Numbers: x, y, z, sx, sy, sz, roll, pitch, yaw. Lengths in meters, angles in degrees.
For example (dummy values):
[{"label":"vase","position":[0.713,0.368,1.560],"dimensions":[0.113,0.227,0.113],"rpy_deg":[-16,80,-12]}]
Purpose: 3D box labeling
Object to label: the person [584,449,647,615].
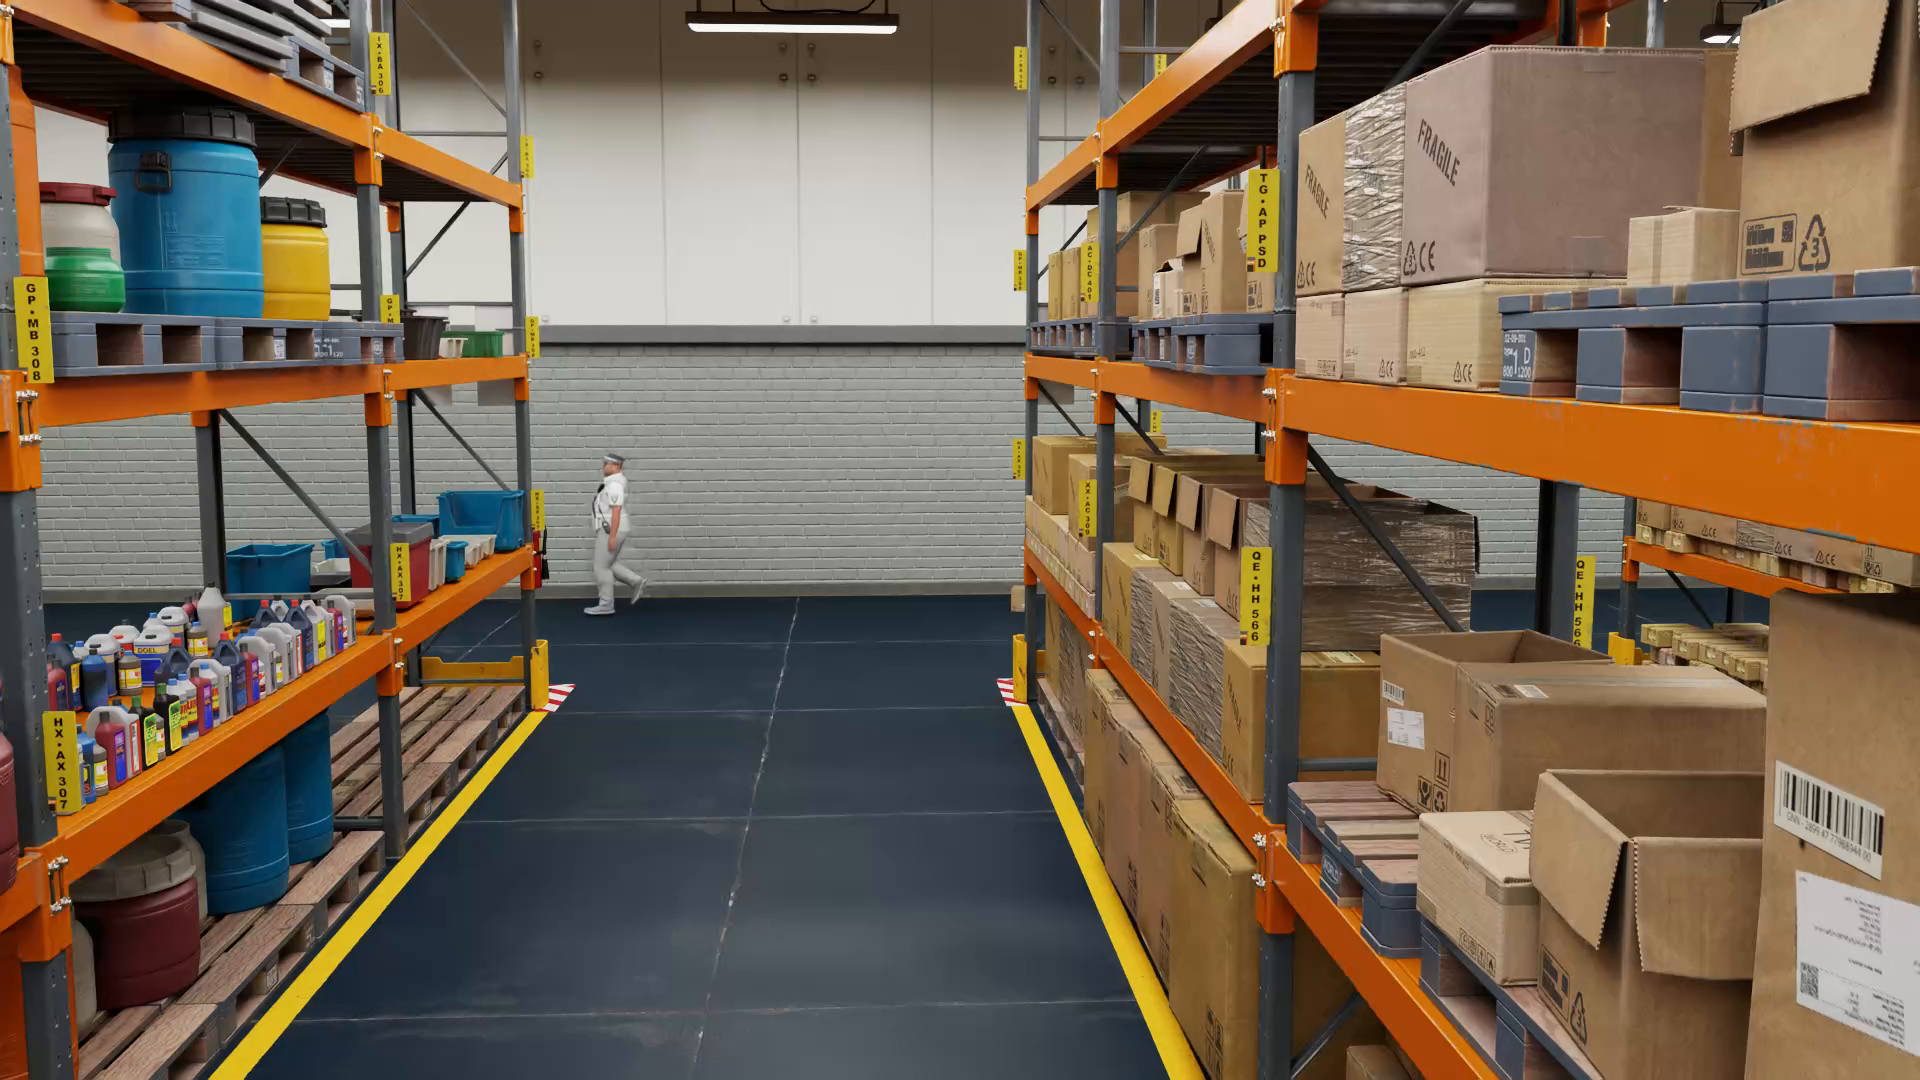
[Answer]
[{"label":"person","position":[-3.705,-0.095,17.804],"dimensions":[0.657,1.758,0.569],"rpy_deg":[-1,7,-5]}]
